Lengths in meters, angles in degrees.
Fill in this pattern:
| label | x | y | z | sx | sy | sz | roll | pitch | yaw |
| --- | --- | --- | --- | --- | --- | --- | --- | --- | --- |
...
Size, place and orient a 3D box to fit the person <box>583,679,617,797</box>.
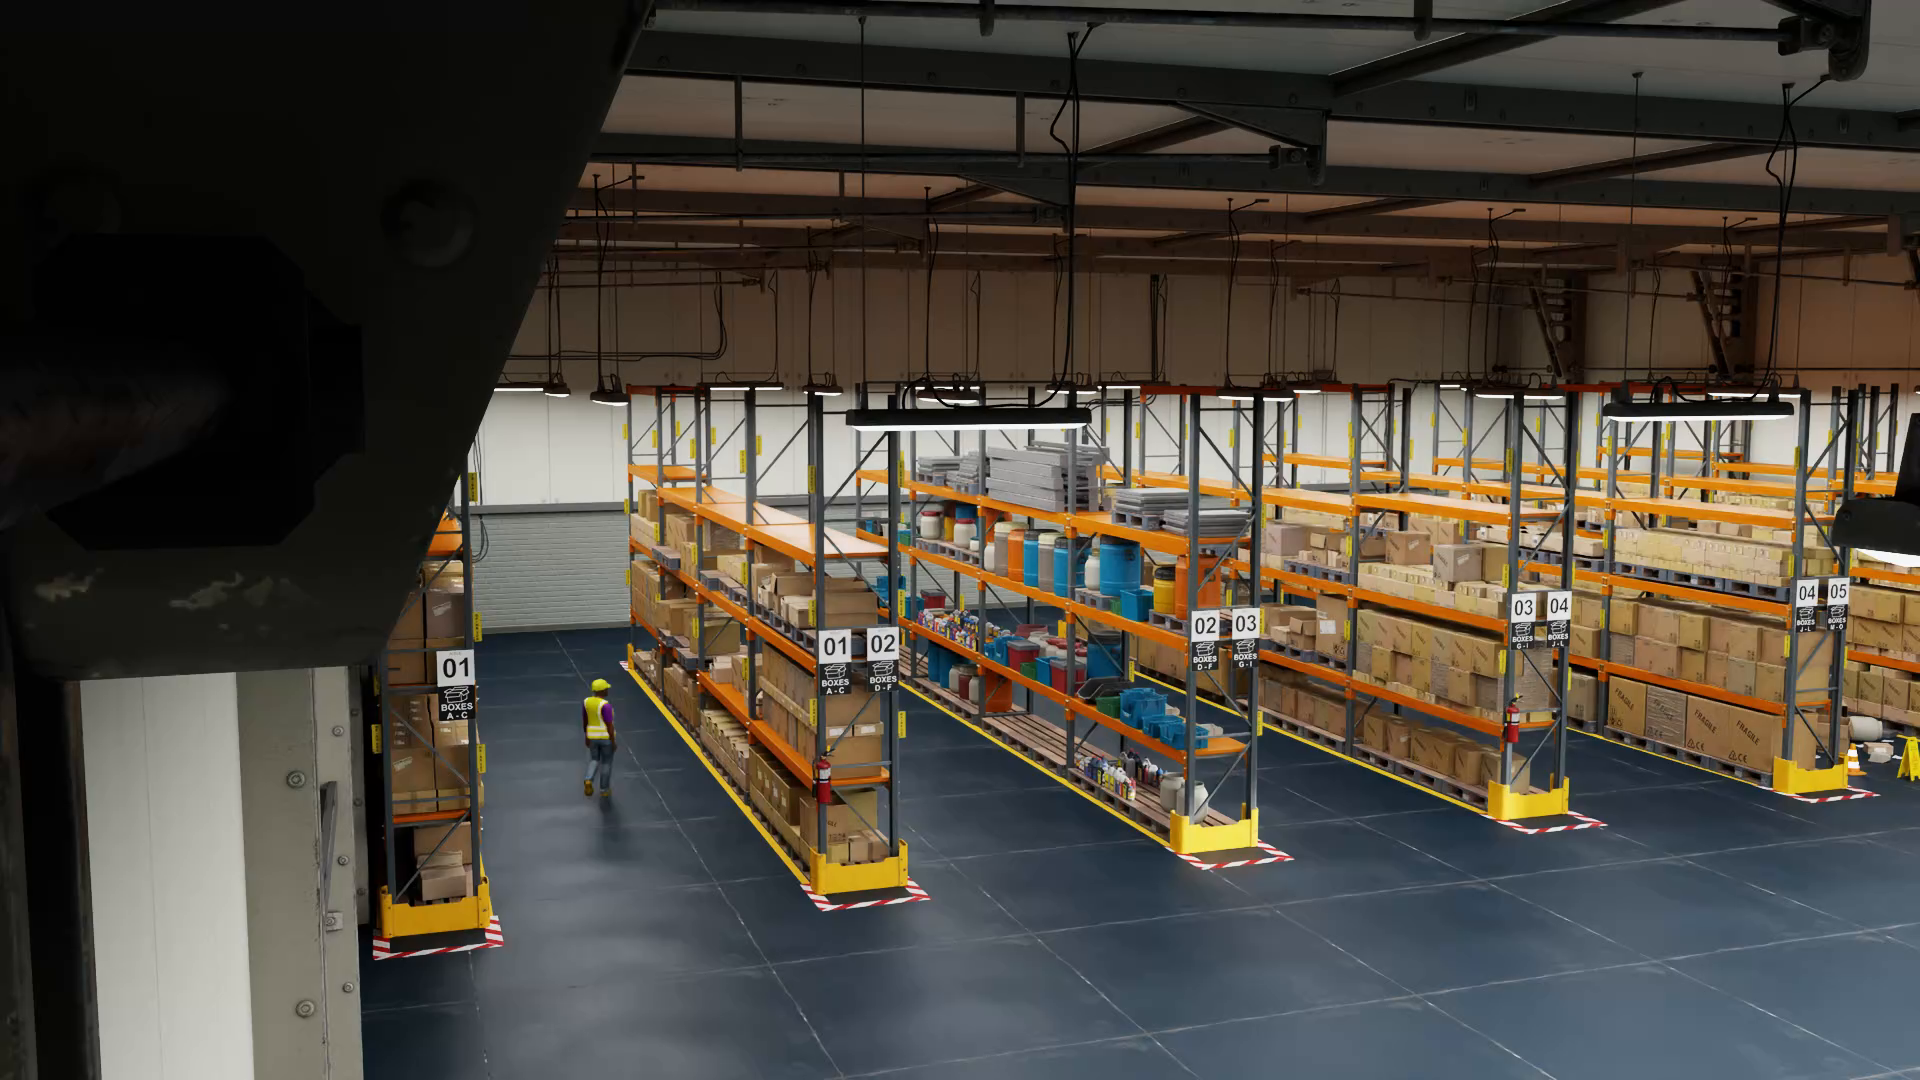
| label | x | y | z | sx | sy | sz | roll | pitch | yaw |
| --- | --- | --- | --- | --- | --- | --- | --- | --- | --- |
| person | -5.319 | 2.919 | 24.466 | 0.566 | 1.759 | 0.602 | 1 | 6 | 14 |
